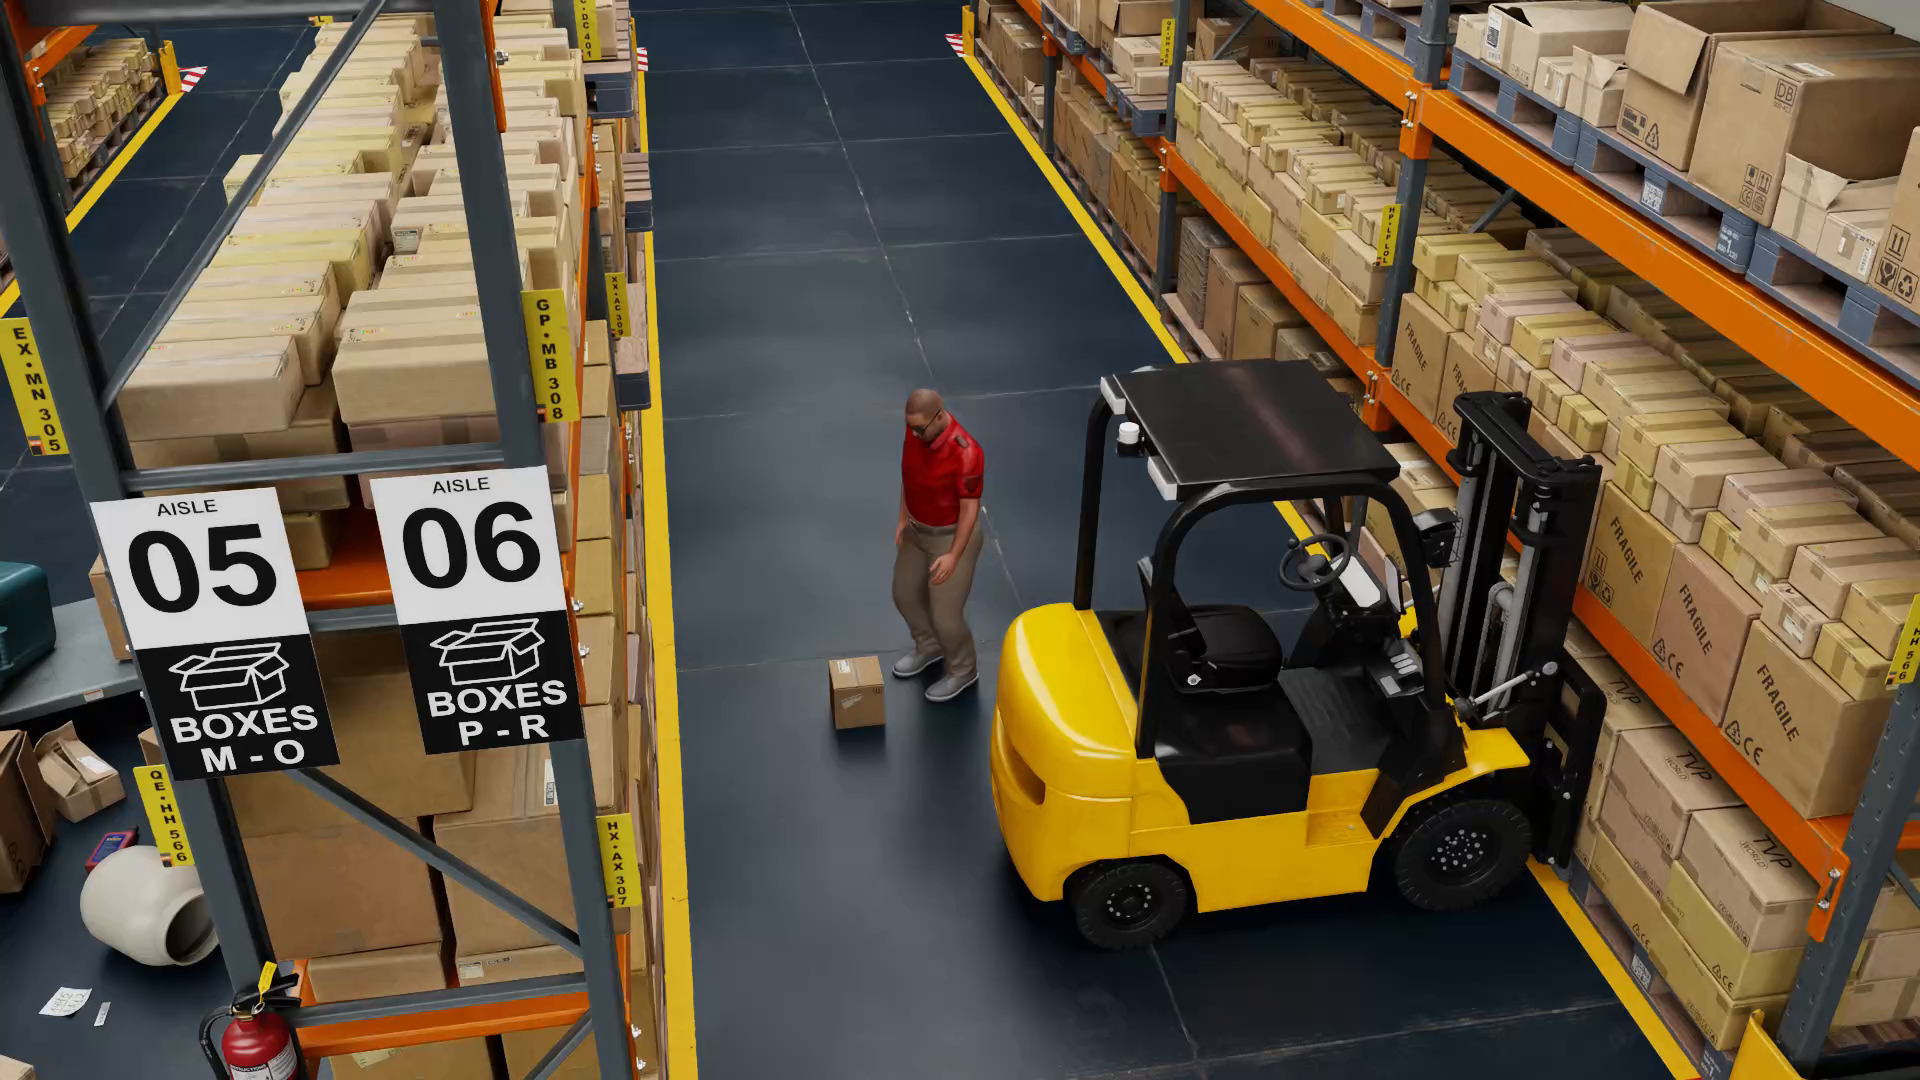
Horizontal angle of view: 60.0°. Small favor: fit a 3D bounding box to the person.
[{"bbox_3d":[-0.097,-0.002,8.211,0.410,1.687,0.553,-21,36,-31],"label":"person"}]
